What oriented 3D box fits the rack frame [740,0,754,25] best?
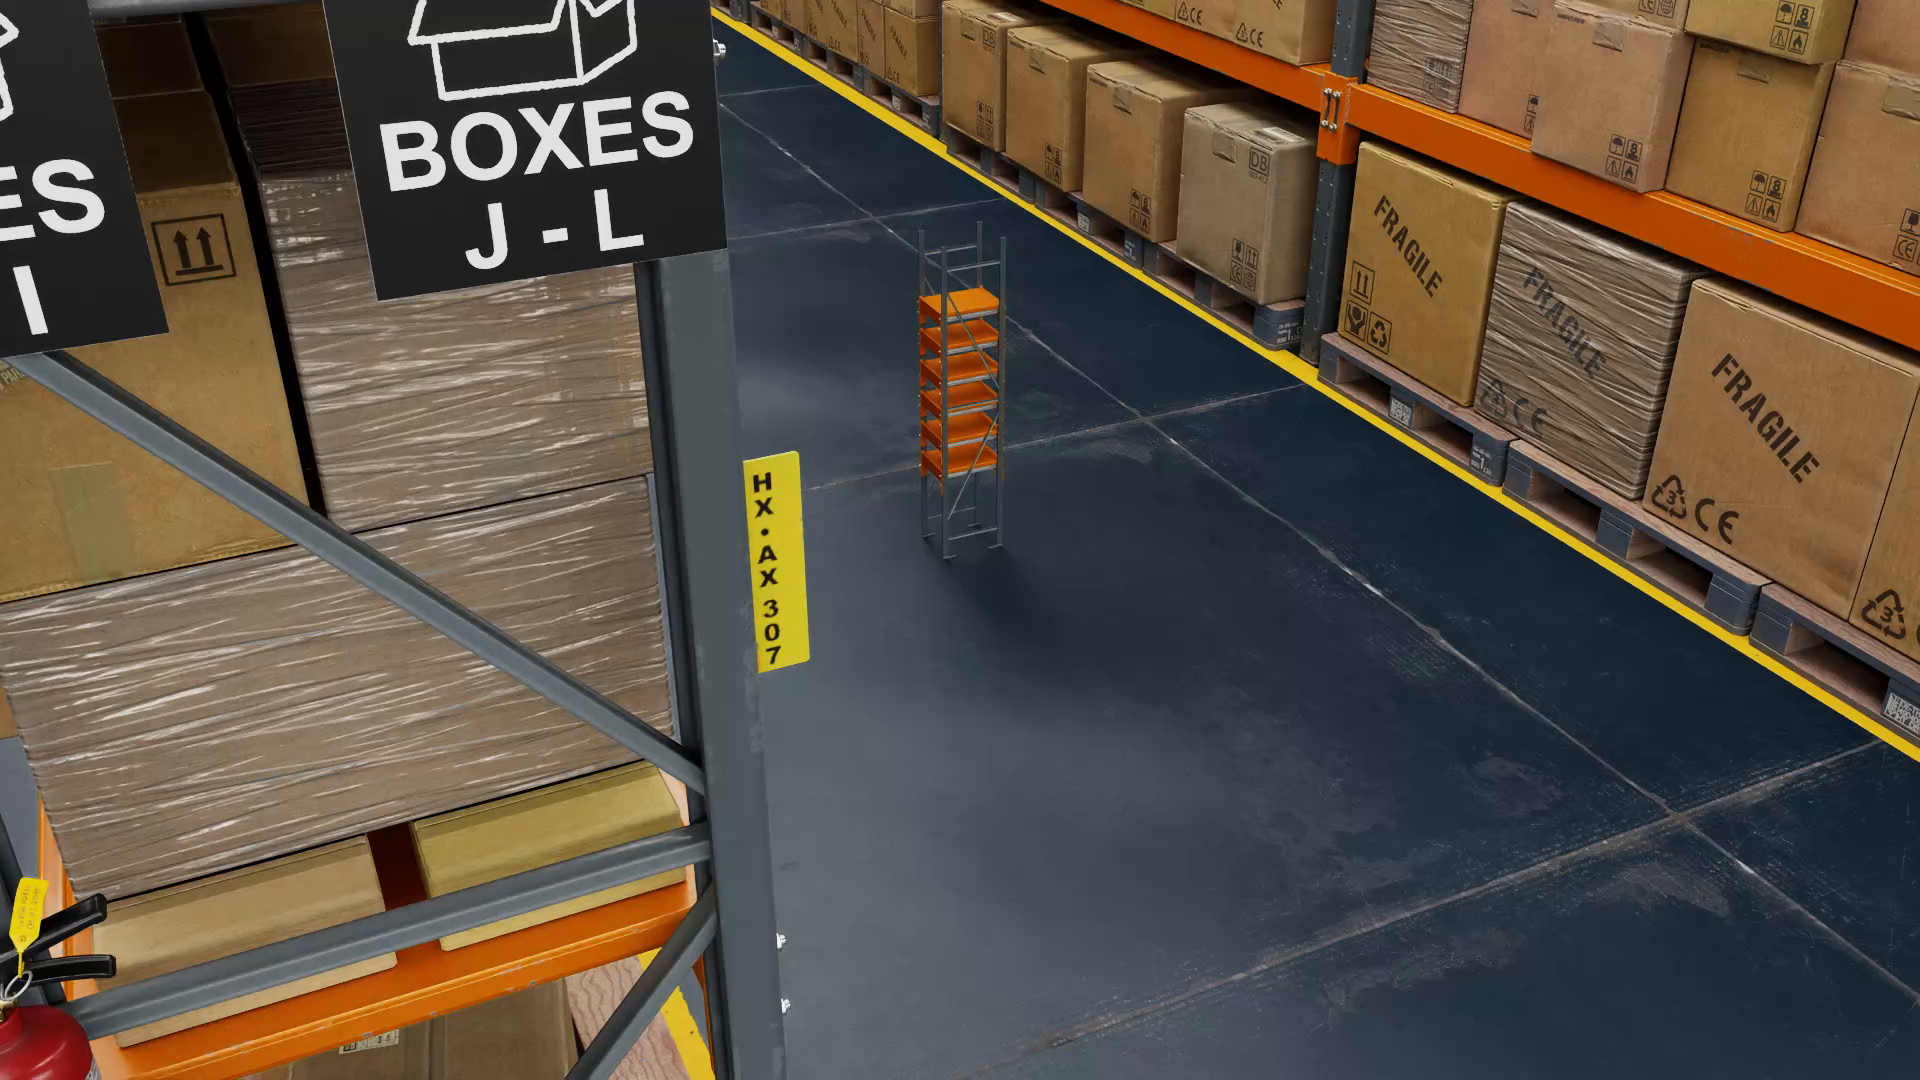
[{"bbox_3d":[-1.375,-5.770,13.473,1.000,3.000,0.127,-13,32,-22],"label":"rack frame"}]

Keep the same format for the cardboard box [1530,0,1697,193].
[{"bbox_3d":[2.610,-1.640,5.954,0.875,0.550,0.550,-13,32,-22],"label":"cardboard box"}]

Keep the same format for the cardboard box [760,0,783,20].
[{"bbox_3d":[-1.298,-4.481,13.300,0.500,0.500,0.500,-12,31,-20],"label":"cardboard box"}]

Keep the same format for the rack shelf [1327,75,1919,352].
[{"bbox_3d":[2.918,-1.039,5.771,1.077,0.370,4.000,-13,32,-22],"label":"rack shelf"}]

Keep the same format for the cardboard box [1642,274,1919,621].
[{"bbox_3d":[3.046,-0.399,5.639,0.875,0.875,0.875,-14,32,-23],"label":"cardboard box"}]

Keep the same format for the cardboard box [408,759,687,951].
[{"bbox_3d":[-0.654,0.461,2.617,0.380,0.149,0.250,-13,32,-22],"label":"cardboard box"}]

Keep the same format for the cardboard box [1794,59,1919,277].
[{"bbox_3d":[3.193,-1.201,5.172,0.875,0.550,0.550,-13,32,-22],"label":"cardboard box"}]

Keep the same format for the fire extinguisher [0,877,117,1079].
[{"bbox_3d":[-1.114,0.709,1.998,0.296,0.674,0.183,-13,32,-22],"label":"fire extinguisher"}]

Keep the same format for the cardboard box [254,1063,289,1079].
[{"bbox_3d":[-1.287,0.899,3.707,0.500,0.500,0.500,-5,30,-9],"label":"cardboard box"}]

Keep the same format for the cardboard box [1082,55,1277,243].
[{"bbox_3d":[1.301,-2.120,8.835,1.050,0.750,0.750,-13,32,-22],"label":"cardboard box"}]

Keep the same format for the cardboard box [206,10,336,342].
[{"bbox_3d":[-0.945,-0.604,2.832,0.500,0.500,0.500,-13,32,-22],"label":"cardboard box"}]

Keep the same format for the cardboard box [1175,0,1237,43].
[{"bbox_3d":[1.377,-2.677,7.855,0.500,0.500,0.500,-13,32,-23],"label":"cardboard box"}]

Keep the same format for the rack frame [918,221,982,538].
[{"bbox_3d":[-0.033,-0.557,6.017,0.240,1.200,0.006,-13,32,-22],"label":"rack frame"}]

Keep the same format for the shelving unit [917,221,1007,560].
[{"bbox_3d":[0.006,-0.517,5.945,0.258,1.200,0.189,-13,32,-22],"label":"shelving unit"}]

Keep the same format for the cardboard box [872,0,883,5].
[{"bbox_3d":[-0.415,-3.891,11.481,0.500,0.250,0.500,-13,32,-21],"label":"cardboard box"}]

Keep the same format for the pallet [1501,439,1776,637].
[{"bbox_3d":[2.843,-0.128,6.262,1.003,0.211,1.213,-13,32,-22],"label":"pallet"}]

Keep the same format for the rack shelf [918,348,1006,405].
[{"bbox_3d":[0.006,-0.583,5.908,0.258,0.103,0.180,-13,32,-22],"label":"rack shelf"}]

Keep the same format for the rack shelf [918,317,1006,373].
[{"bbox_3d":[0.006,-0.688,5.849,0.258,0.103,0.180,-13,32,-22],"label":"rack shelf"}]

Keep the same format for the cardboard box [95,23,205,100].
[{"bbox_3d":[-1.426,-0.493,2.633,0.500,0.500,0.500,-13,32,-22],"label":"cardboard box"}]

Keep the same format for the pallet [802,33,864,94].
[{"bbox_3d":[-0.512,-3.670,12.580,1.003,0.211,1.213,-13,32,-22],"label":"pallet"}]

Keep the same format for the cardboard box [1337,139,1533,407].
[{"bbox_3d":[2.266,-1.200,7.066,0.875,0.875,0.875,-13,32,-21],"label":"cardboard box"}]

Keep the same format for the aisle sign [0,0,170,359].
[{"bbox_3d":[-0.991,-0.516,1.445,0.394,0.787,0.004,-13,32,-22],"label":"aisle sign"}]

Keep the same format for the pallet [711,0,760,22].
[{"bbox_3d":[-1.696,-4.843,14.671,1.003,0.211,1.213,-13,32,-22],"label":"pallet"}]

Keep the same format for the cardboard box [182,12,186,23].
[{"bbox_3d":[-1.845,-0.936,3.425,0.500,0.500,0.500,-13,32,-22],"label":"cardboard box"}]

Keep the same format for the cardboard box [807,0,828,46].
[{"bbox_3d":[-0.832,-4.019,12.476,0.500,0.500,0.500,-13,32,-21],"label":"cardboard box"}]

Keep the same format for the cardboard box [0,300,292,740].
[{"bbox_3d":[-1.281,-0.090,2.937,0.875,0.500,0.500,-13,32,-22],"label":"cardboard box"}]

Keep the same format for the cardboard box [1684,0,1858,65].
[{"bbox_3d":[2.870,-1.884,5.285,0.875,0.550,0.500,-13,32,-22],"label":"cardboard box"}]

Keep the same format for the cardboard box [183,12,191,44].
[{"bbox_3d":[-1.806,-1.487,4.407,0.500,0.500,0.500,-13,32,-22],"label":"cardboard box"}]

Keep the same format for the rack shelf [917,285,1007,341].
[{"bbox_3d":[0.006,-0.792,5.791,0.258,0.103,0.180,-13,32,-22],"label":"rack shelf"}]

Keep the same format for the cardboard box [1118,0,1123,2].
[{"bbox_3d":[0.940,-3.124,8.652,0.500,0.500,0.500,-13,32,-22],"label":"cardboard box"}]

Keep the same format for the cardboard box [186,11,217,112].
[{"bbox_3d":[-1.381,-1.044,3.617,0.500,0.500,0.500,-13,32,-22],"label":"cardboard box"}]

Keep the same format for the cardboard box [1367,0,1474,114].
[{"bbox_3d":[2.228,-2.141,6.848,0.875,0.550,0.550,-13,32,-22],"label":"cardboard box"}]

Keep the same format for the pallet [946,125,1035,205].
[{"bbox_3d":[0.612,-2.423,10.355,1.003,0.211,1.213,-13,32,-22],"label":"pallet"}]

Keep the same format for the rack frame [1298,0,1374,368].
[{"bbox_3d":[2.059,-2.236,7.171,1.000,3.000,0.127,-13,32,-22],"label":"rack frame"}]

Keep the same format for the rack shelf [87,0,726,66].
[{"bbox_3d":[-1.605,-1.350,3.260,1.077,0.370,4.000,-13,32,-22],"label":"rack shelf"}]

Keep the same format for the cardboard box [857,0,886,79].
[{"bbox_3d":[-0.396,-3.562,11.661,0.500,0.500,0.500,-12,31,-20],"label":"cardboard box"}]

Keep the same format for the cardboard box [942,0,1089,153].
[{"bbox_3d":[0.522,-2.917,10.256,1.050,0.750,0.750,-14,32,-23],"label":"cardboard box"}]

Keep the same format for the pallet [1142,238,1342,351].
[{"bbox_3d":[1.660,-1.345,8.432,1.003,0.211,1.213,-13,32,-22],"label":"pallet"}]
